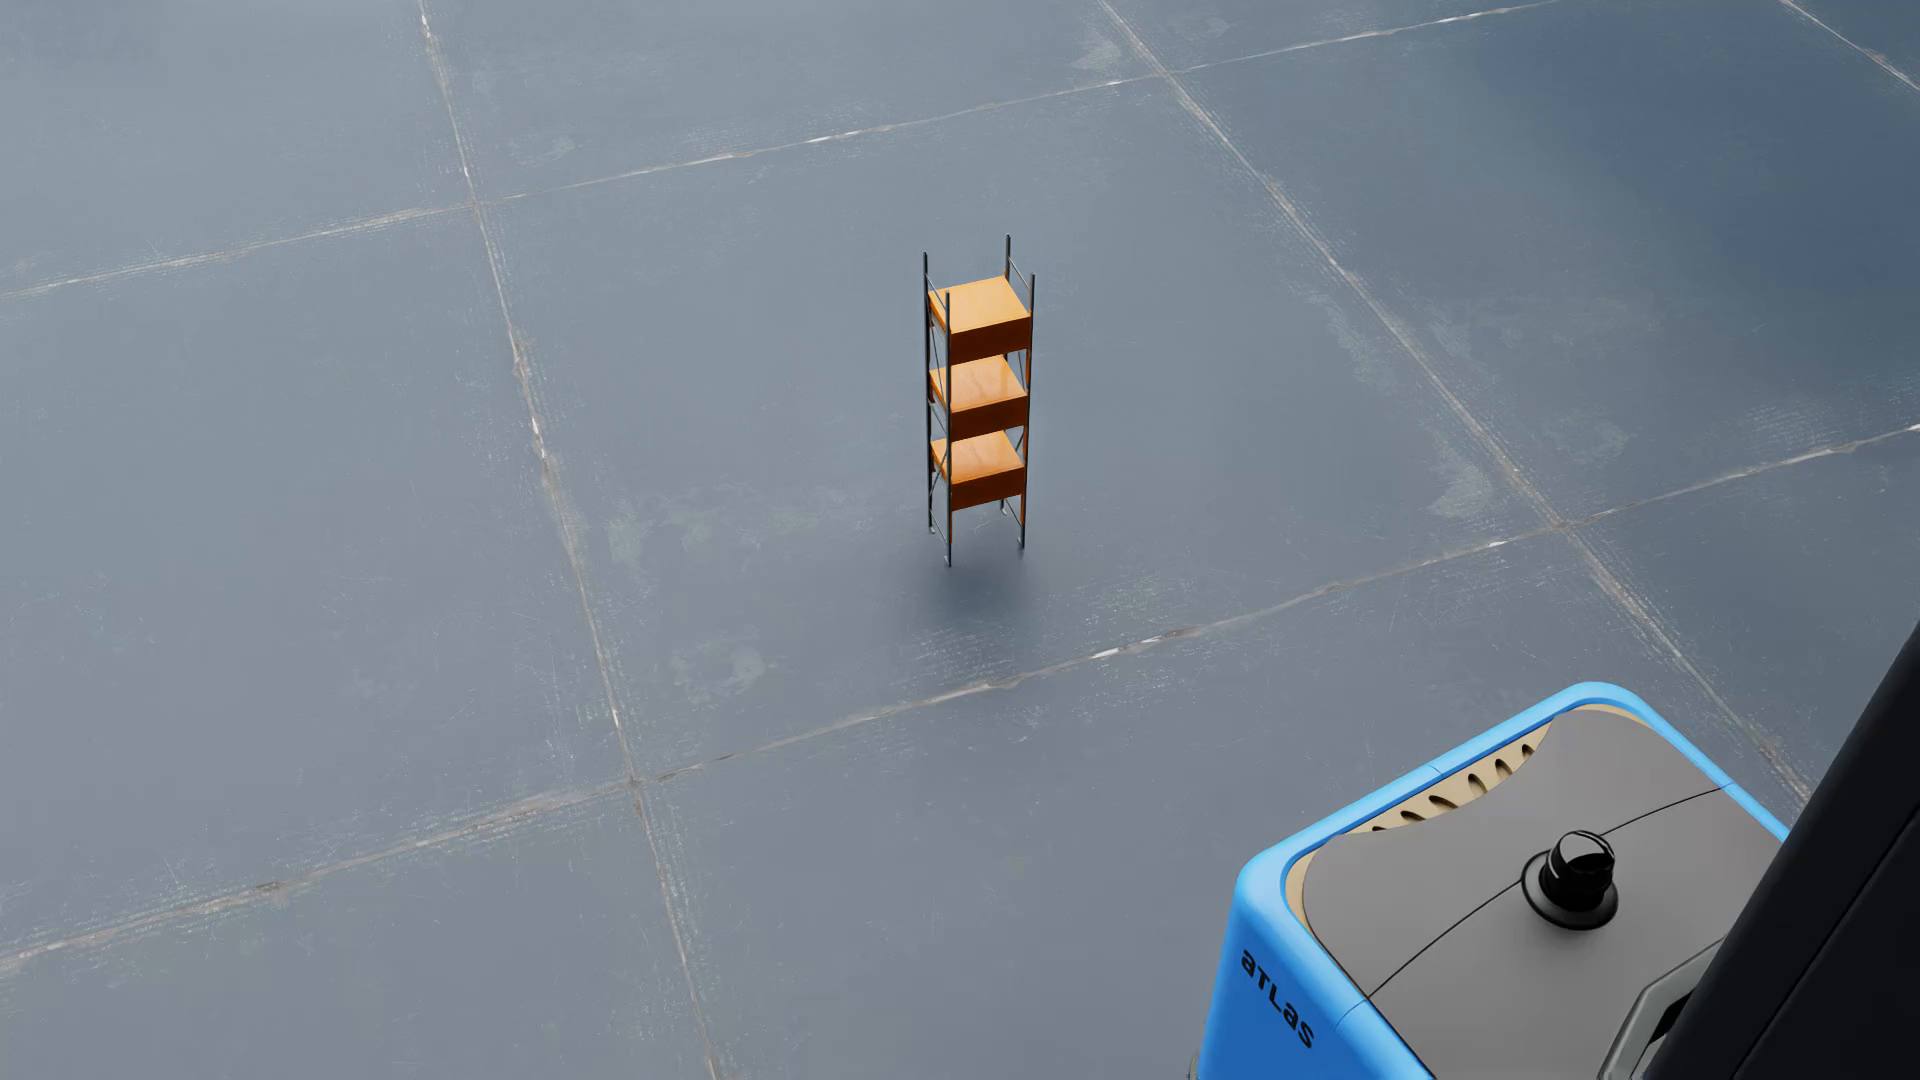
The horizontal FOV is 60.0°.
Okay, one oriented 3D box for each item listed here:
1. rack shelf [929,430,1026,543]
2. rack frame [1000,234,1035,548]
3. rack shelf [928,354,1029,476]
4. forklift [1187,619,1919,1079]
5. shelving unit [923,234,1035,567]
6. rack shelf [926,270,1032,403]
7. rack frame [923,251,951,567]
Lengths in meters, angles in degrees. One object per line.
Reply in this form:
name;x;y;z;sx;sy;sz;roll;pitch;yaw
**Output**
rack shelf;0.050;-0.180;5.095;0.240;0.259;0.215;-14;47;-14
rack frame;0.165;-0.413;4.920;0.008;1.050;0.200;-14;47;-14
rack shelf;0.050;-0.376;4.898;0.240;0.259;0.215;-14;47;-14
forklift;1.685;1.068;2.116;1.130;2.935;3.031;-23;49;-21
shelving unit;0.050;-0.383;4.891;0.252;1.050;0.215;-14;47;-14
rack shelf;0.050;-0.576;4.697;0.240;0.259;0.215;-14;47;-14
rack frame;-0.064;-0.354;4.862;0.008;1.050;0.200;-14;47;-14
